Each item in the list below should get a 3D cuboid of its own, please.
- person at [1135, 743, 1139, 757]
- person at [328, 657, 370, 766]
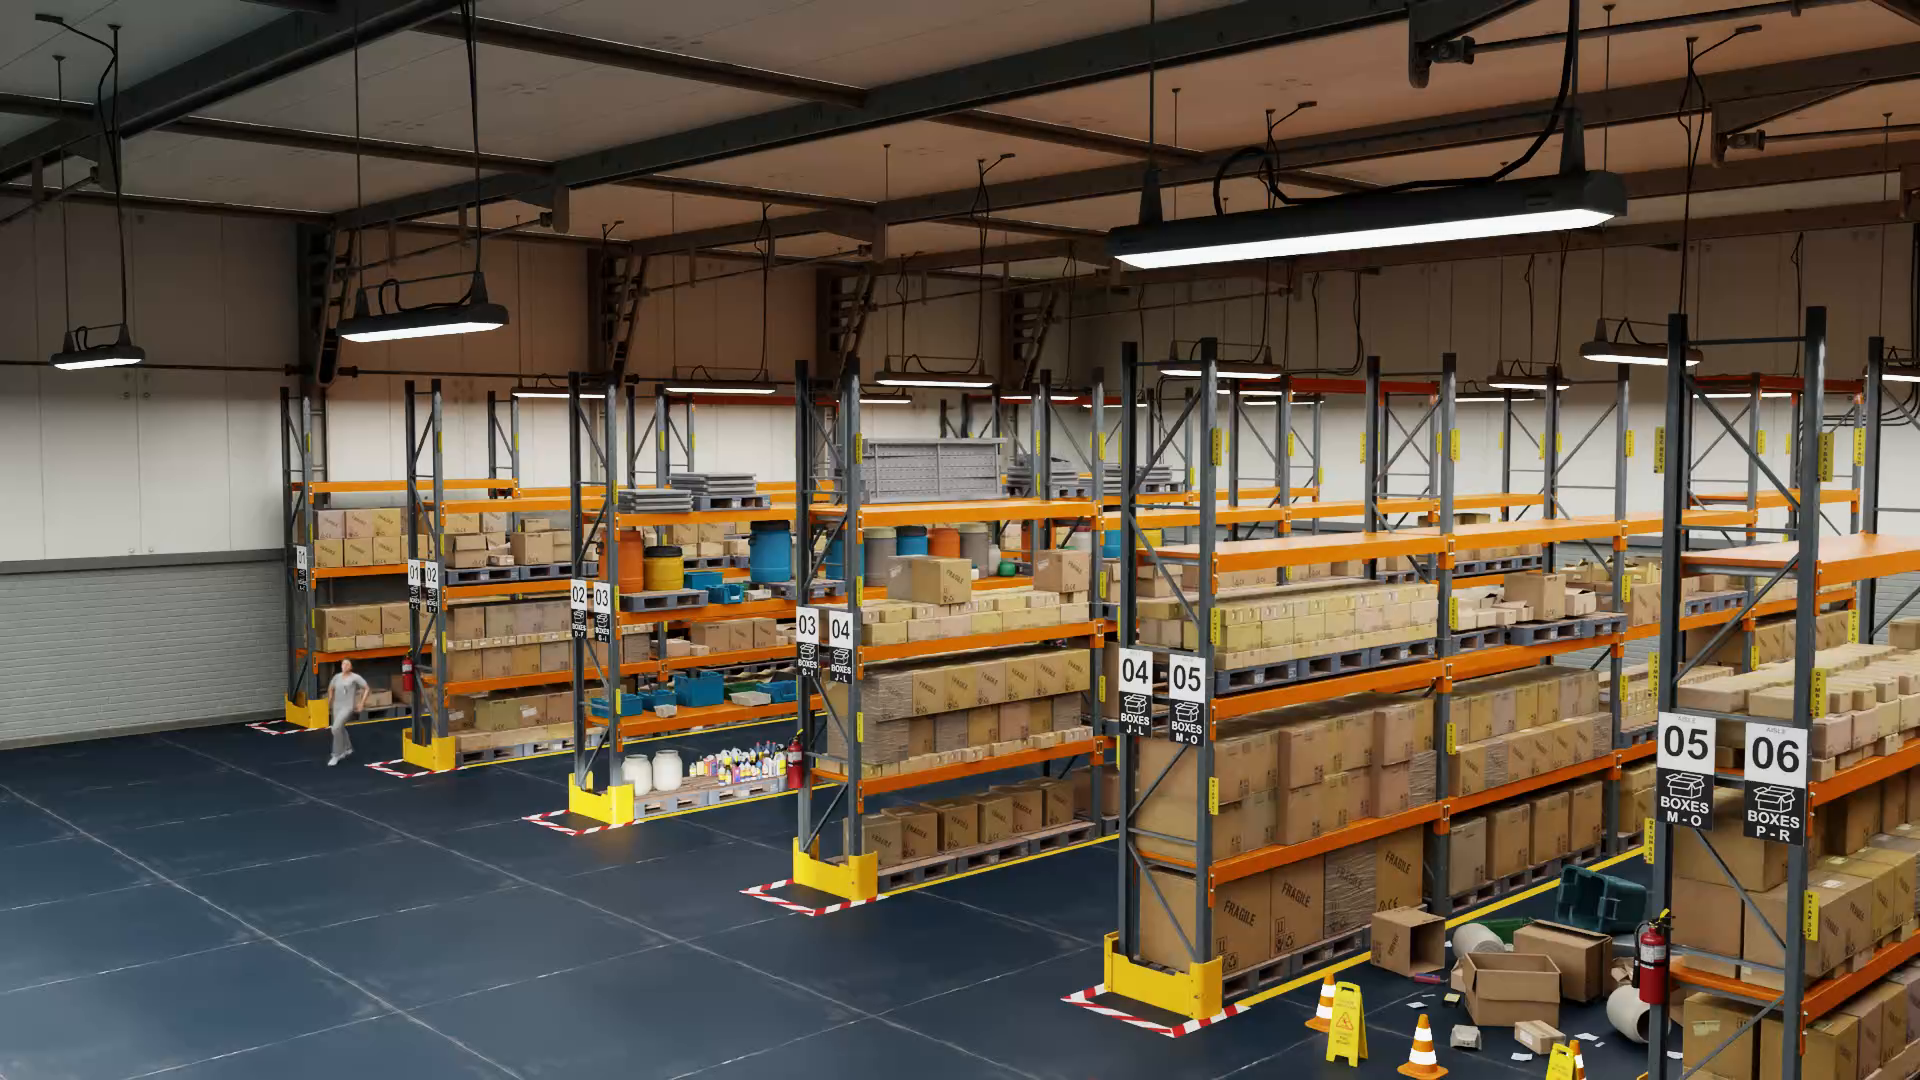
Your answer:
[{"bbox_3d":[2.916,2.619,26.250,0.715,1.733,0.813,3,5,38],"label":"person"},{"bbox_3d":[-9.642,2.671,26.130,0.605,1.696,0.660,1,4,18],"label":"person"}]
